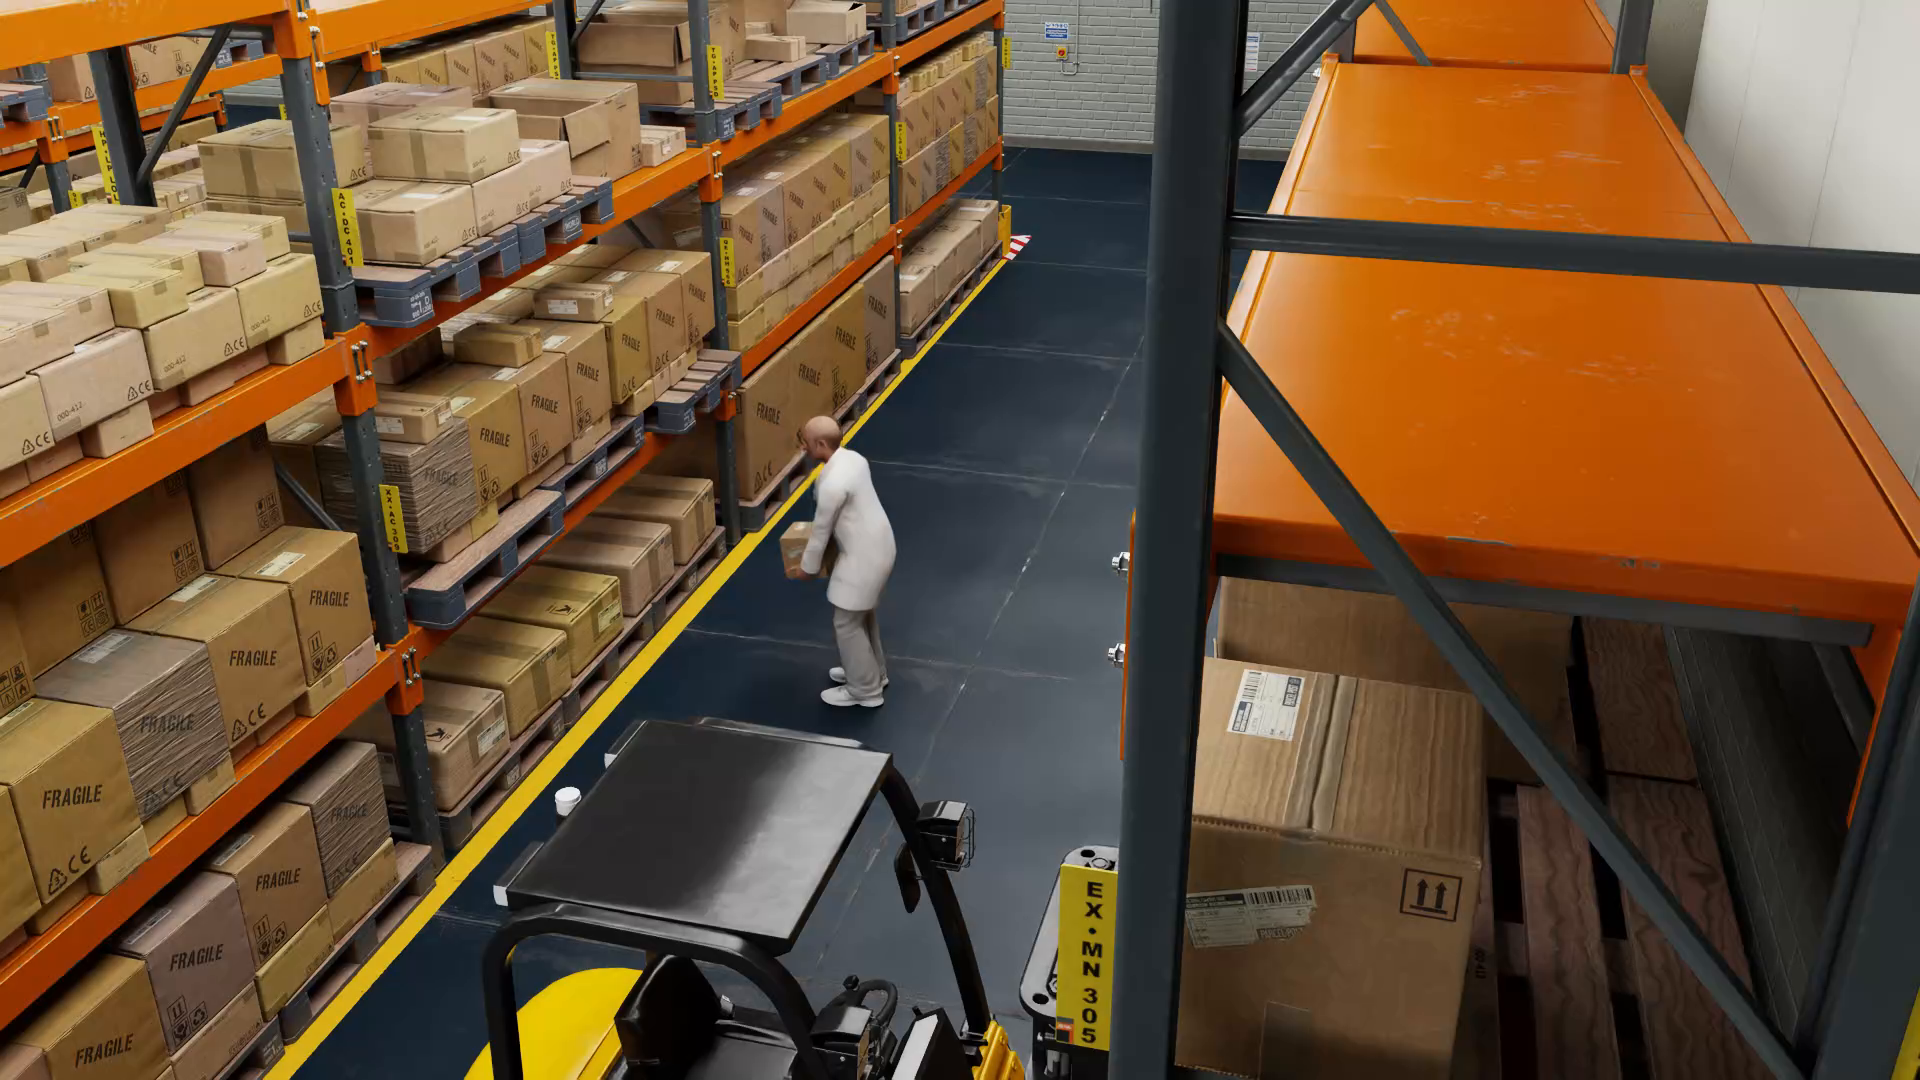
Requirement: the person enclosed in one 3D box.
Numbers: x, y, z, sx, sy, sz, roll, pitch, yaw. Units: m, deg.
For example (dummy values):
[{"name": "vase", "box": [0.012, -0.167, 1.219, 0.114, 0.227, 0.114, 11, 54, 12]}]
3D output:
[{"name": "person", "box": [-0.672, 0.110, 9.551, 0.601, 1.744, 0.530, 6, 26, 12]}]
